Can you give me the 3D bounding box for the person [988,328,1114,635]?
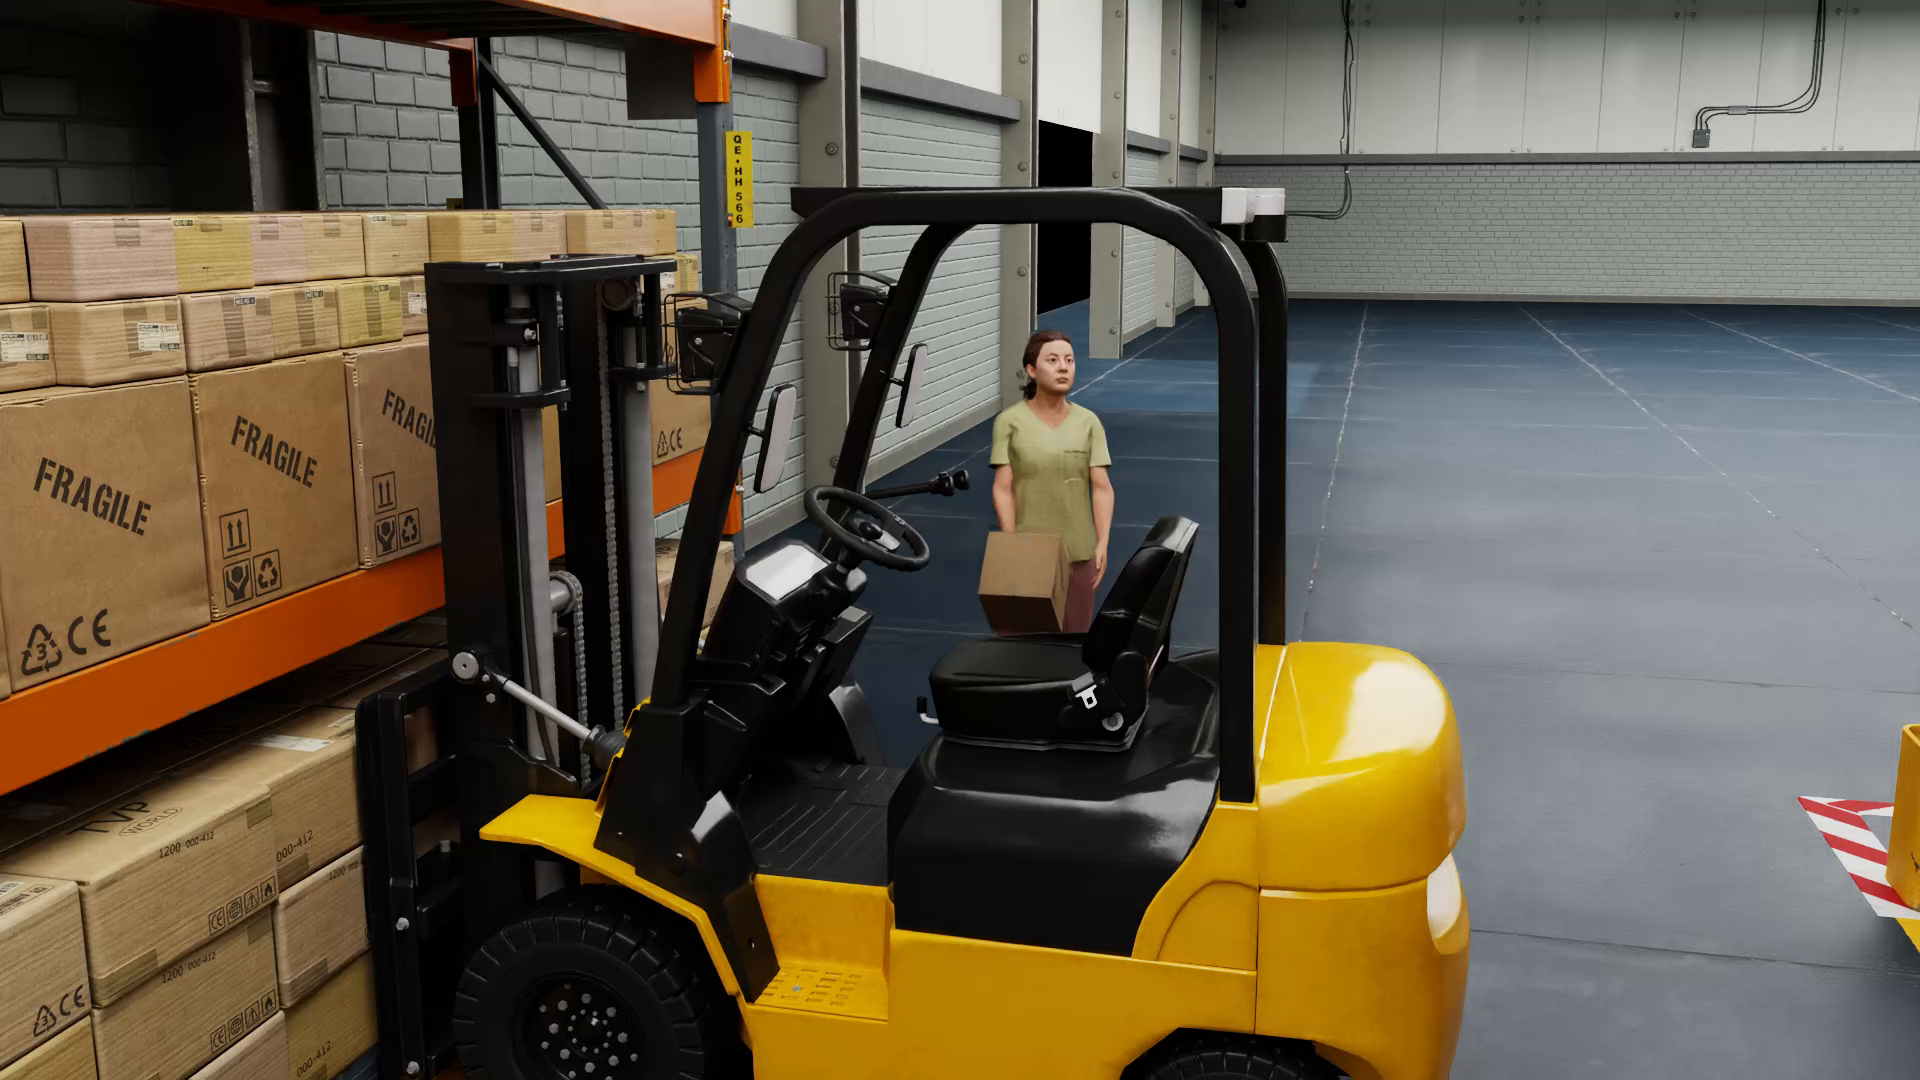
[{"bbox_3d":[0.302,0.085,6.005,0.516,1.676,0.494,-2,12,-9],"label":"person"}]
